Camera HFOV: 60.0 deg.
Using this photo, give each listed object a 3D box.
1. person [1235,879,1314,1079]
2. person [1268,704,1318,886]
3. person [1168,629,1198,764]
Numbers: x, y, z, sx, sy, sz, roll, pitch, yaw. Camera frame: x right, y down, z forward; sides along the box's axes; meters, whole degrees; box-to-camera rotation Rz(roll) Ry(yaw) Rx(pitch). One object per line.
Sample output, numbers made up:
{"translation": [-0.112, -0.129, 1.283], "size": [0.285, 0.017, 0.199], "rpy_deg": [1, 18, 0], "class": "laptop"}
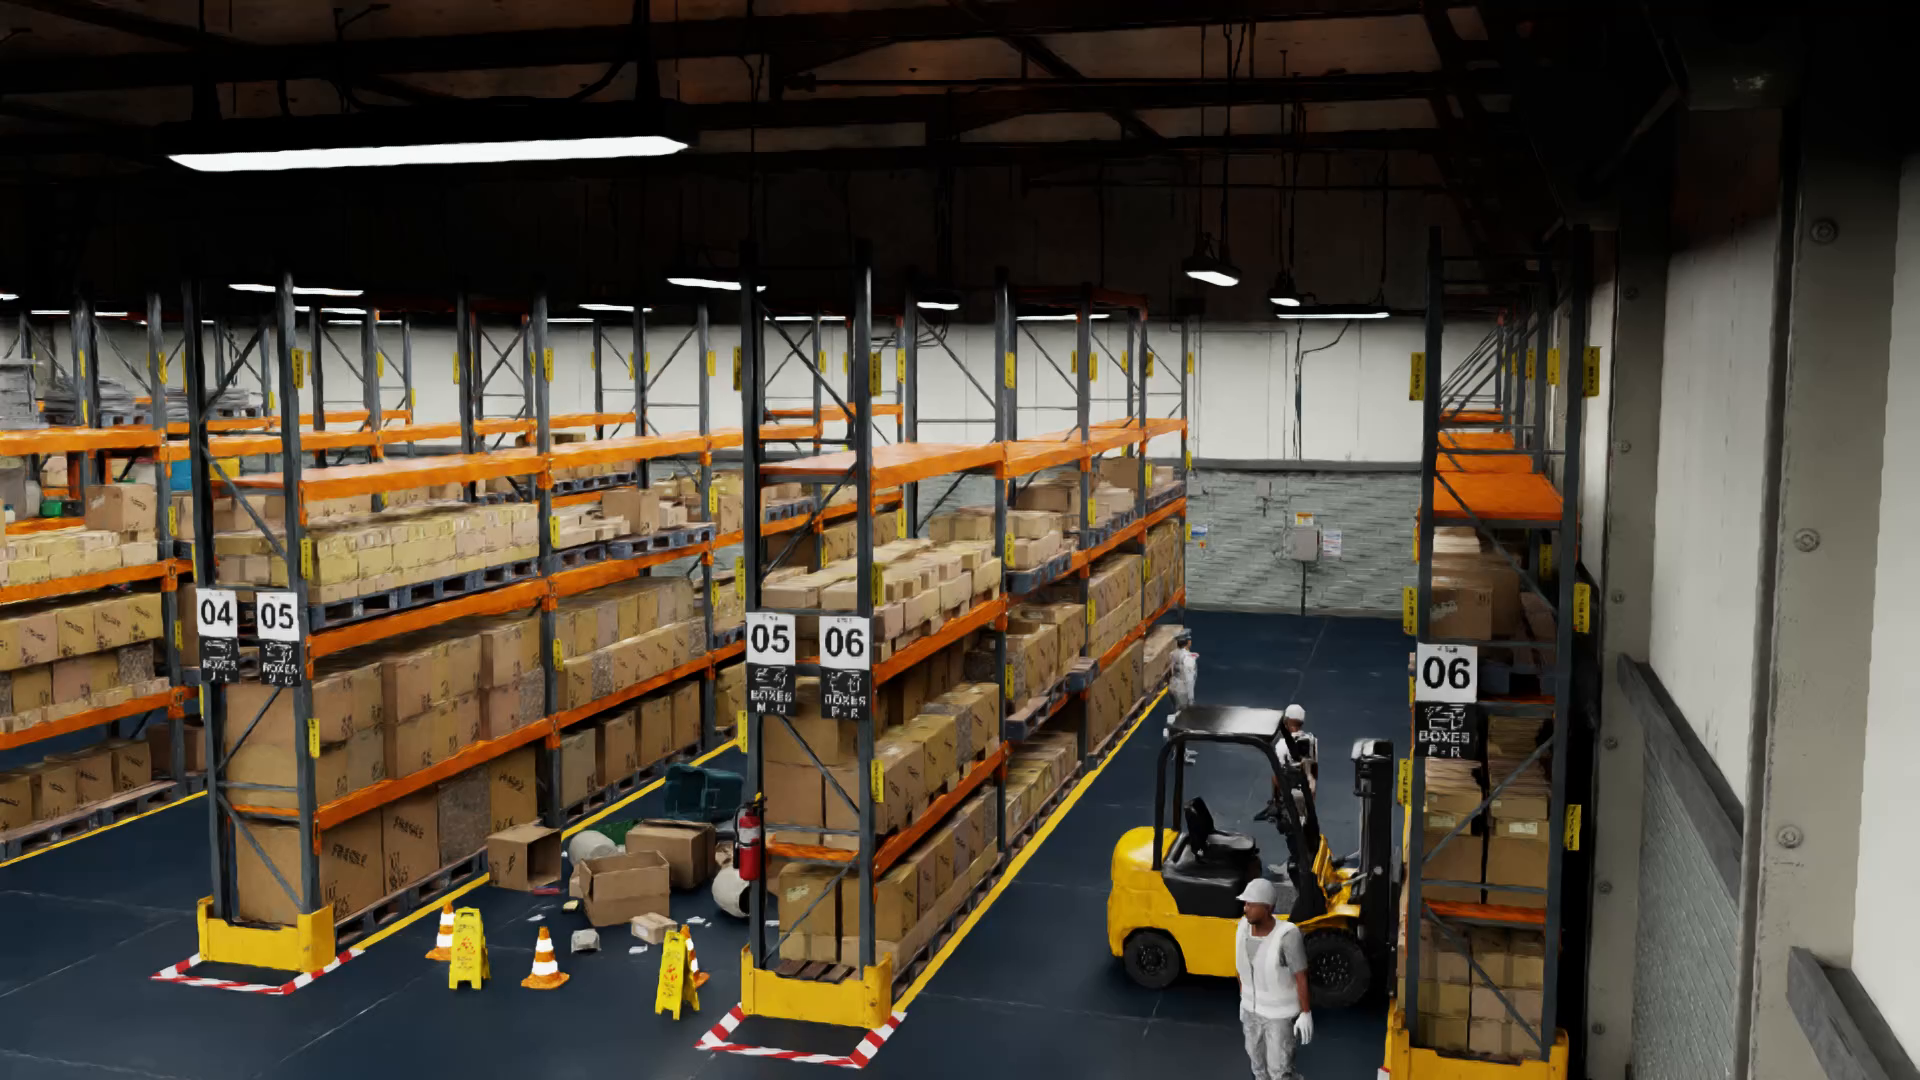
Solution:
{"translation": [2.072, 3.073, 10.889], "size": [0.562, 1.777, 0.601], "rpy_deg": [-5, 8, -37], "class": "person"}
{"translation": [3.231, 2.464, 16.233], "size": [0.579, 1.763, 0.676], "rpy_deg": [6, 9, 42], "class": "person"}
{"translation": [2.857, 1.965, 21.100], "size": [0.415, 1.677, 0.537], "rpy_deg": [-2, 7, -15], "class": "person"}
